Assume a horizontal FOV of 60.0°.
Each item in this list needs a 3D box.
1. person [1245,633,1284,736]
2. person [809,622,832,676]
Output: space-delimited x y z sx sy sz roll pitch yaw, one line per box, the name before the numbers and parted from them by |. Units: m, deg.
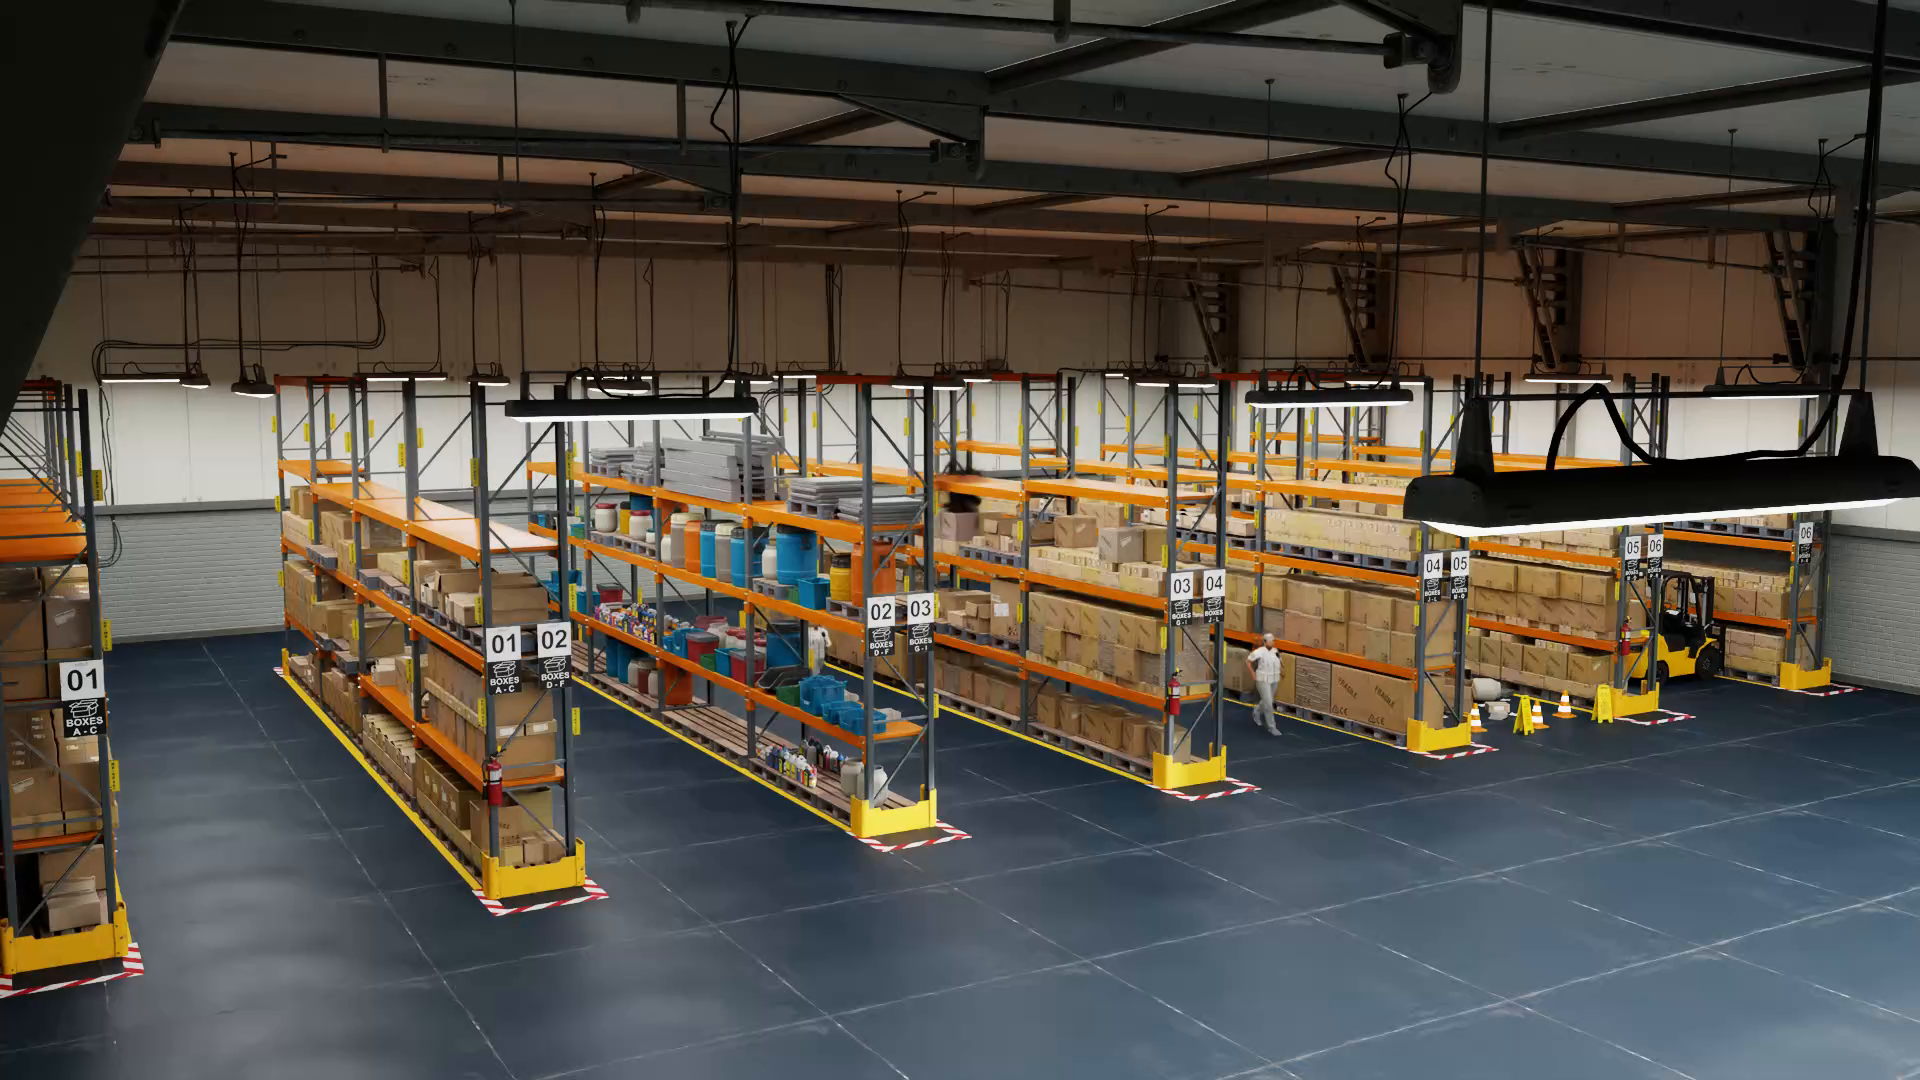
person | 5.199 2.408 28.178 0.610 1.675 0.915 -4 7 -30
person | -2.624 2.191 30.284 0.584 1.750 0.775 -4 8 -34
